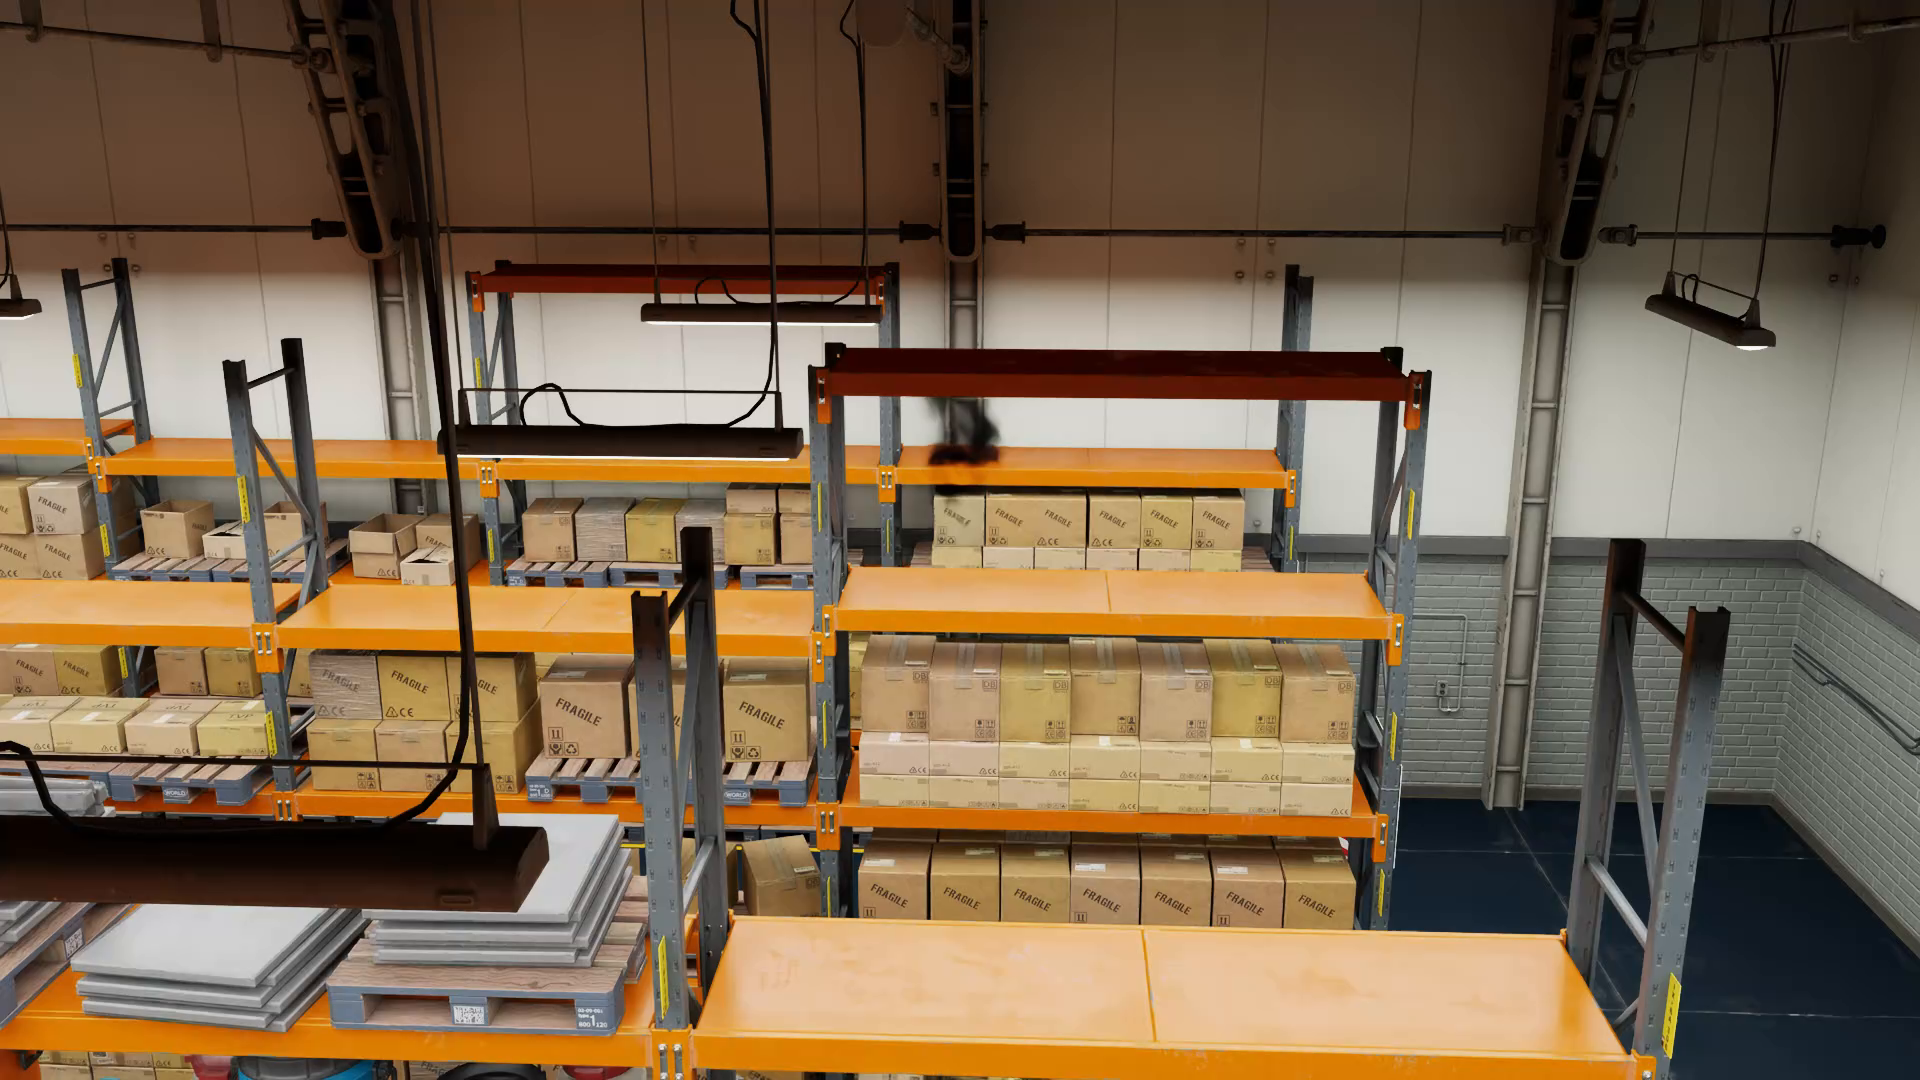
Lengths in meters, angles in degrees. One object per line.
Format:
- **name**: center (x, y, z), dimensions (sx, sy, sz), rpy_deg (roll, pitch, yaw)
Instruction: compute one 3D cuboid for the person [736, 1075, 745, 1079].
- **person**: center (-1.482, 4.258, 10.804), dimensions (0.574, 1.736, 0.640), rpy_deg (-1, 16, -5)
